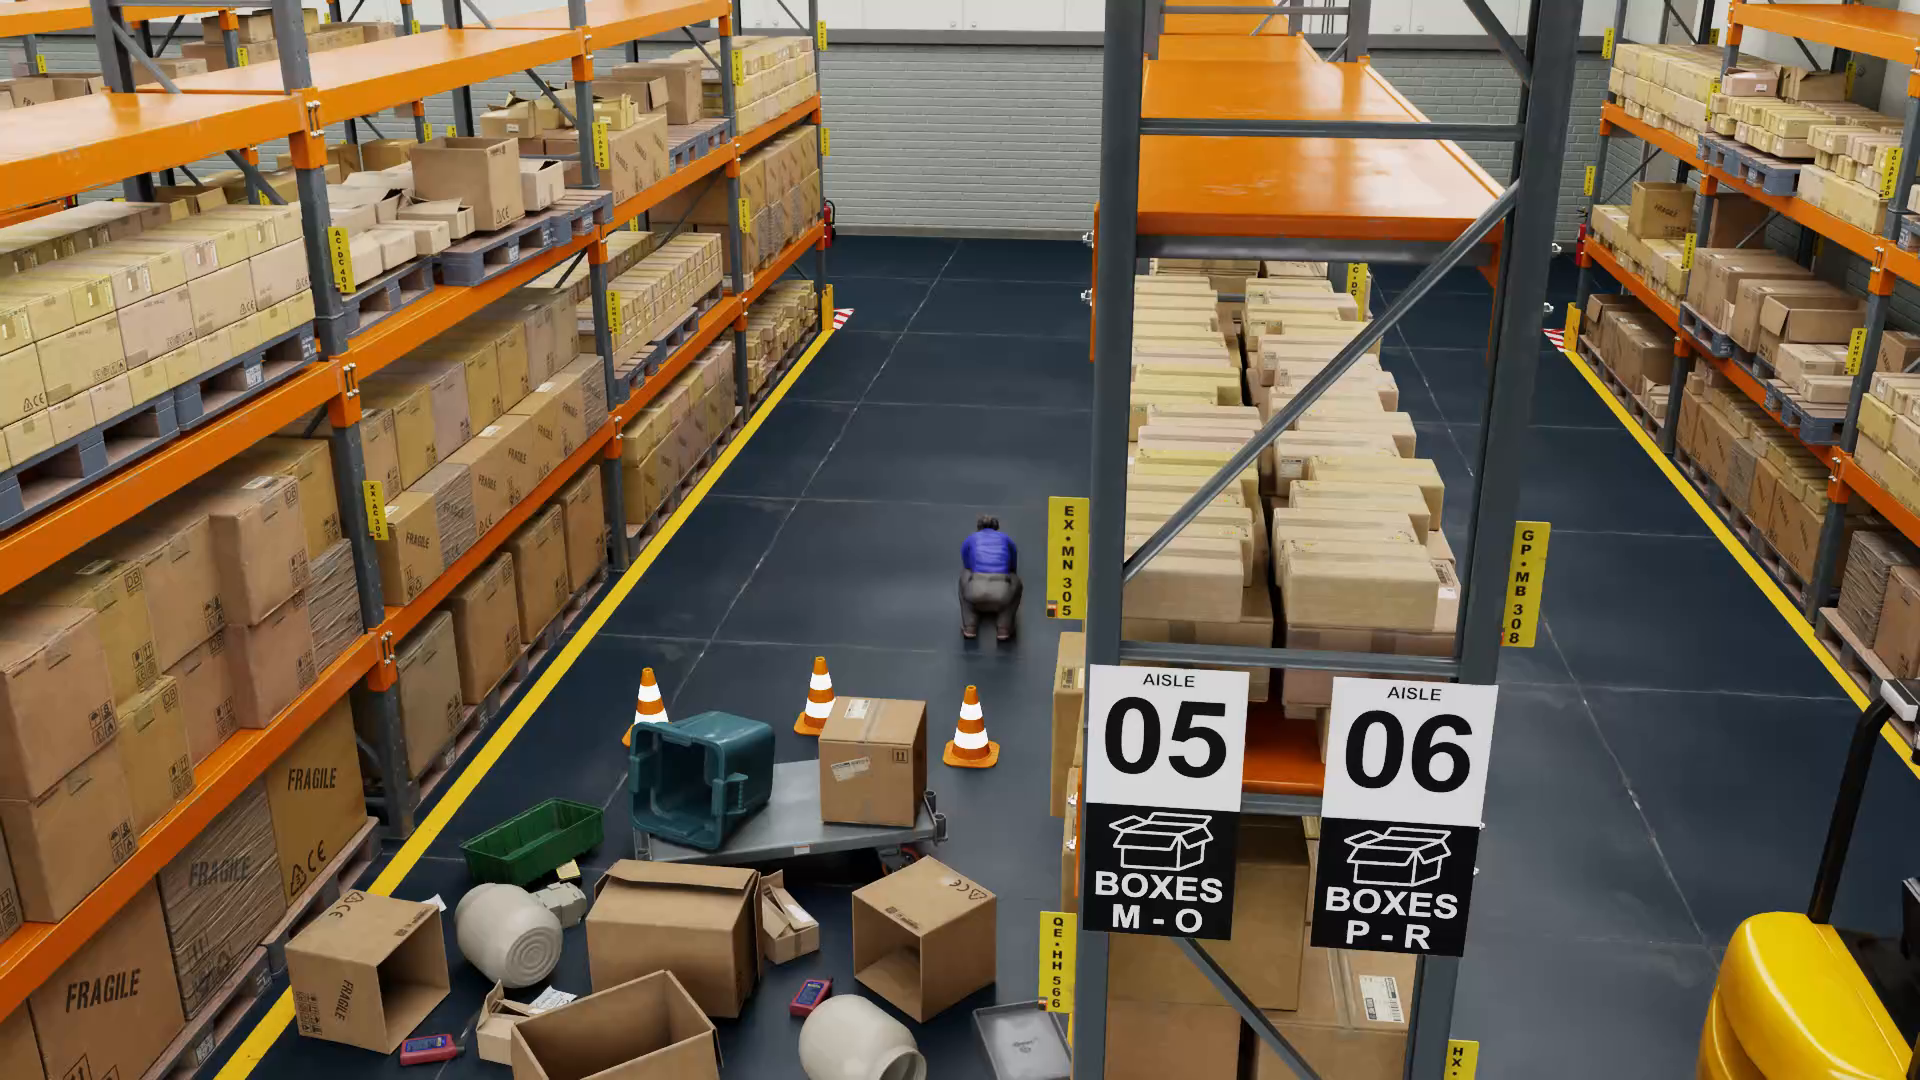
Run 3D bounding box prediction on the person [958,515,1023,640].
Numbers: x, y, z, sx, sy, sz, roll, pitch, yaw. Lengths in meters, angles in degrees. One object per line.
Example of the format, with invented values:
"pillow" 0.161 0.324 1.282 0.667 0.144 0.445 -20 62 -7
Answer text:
"person" 0.216 0.299 12.079 0.472 0.807 0.844 2 21 6
